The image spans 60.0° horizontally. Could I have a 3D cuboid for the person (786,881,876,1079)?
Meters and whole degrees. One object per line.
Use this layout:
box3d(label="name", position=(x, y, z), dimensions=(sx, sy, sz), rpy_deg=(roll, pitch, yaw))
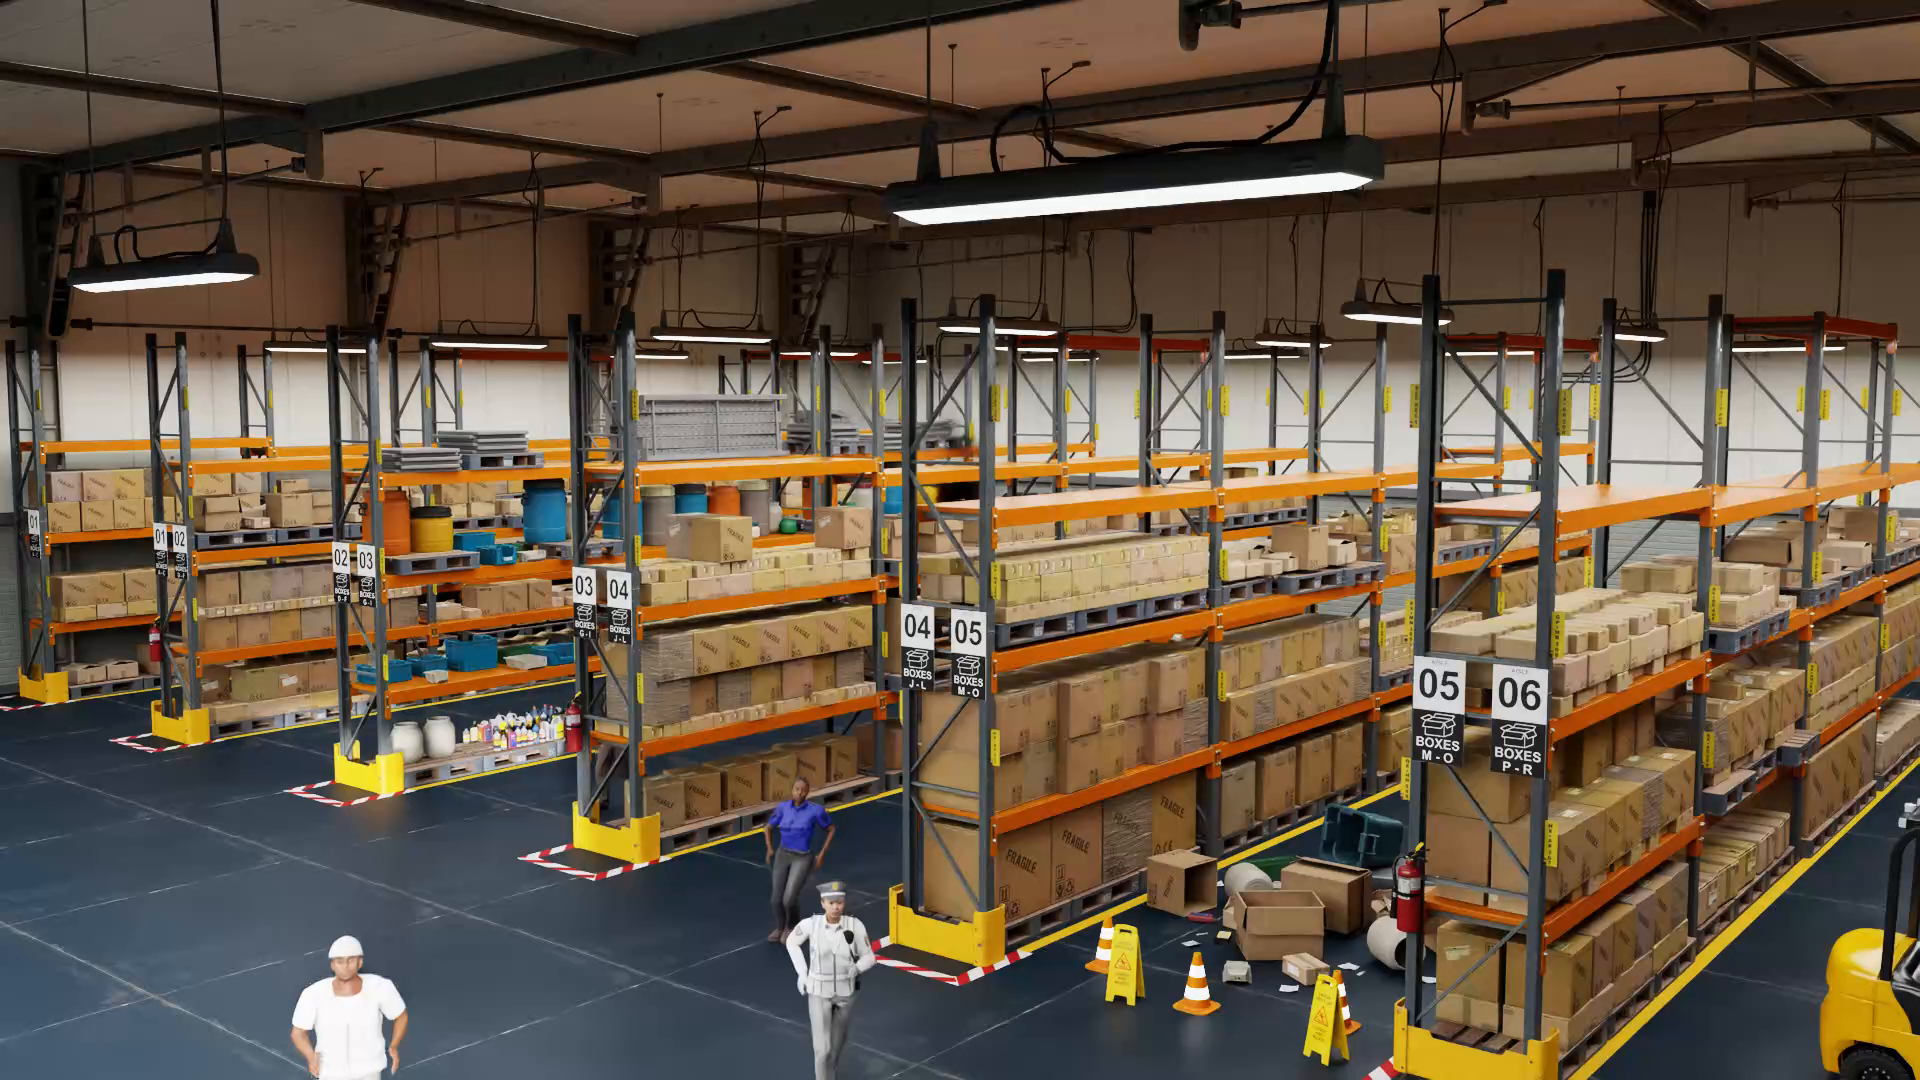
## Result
box3d(label="person", position=(-0.909, 3.258, 11.845), dimensions=(0.600, 1.749, 0.805), rpy_deg=(-1, 5, -15))

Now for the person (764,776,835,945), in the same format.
box3d(label="person", position=(-1.521, 2.979, 15.395), dimensions=(0.640, 1.600, 0.576), rpy_deg=(1, 5, 16))

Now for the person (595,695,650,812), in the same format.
box3d(label="person", position=(-4.218, 2.465, 20.482), dimensions=(0.684, 1.696, 0.908), rpy_deg=(4, 7, 40))

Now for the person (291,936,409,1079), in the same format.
box3d(label="person", position=(-3.866, 3.359, 10.566), dimensions=(0.706, 1.722, 0.706), rpy_deg=(-2, 5, -18))

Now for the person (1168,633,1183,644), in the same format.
box3d(label="person", position=(3.093, 2.171, 24.118), dimensions=(0.582, 1.644, 0.643), rpy_deg=(3, 6, 27))
